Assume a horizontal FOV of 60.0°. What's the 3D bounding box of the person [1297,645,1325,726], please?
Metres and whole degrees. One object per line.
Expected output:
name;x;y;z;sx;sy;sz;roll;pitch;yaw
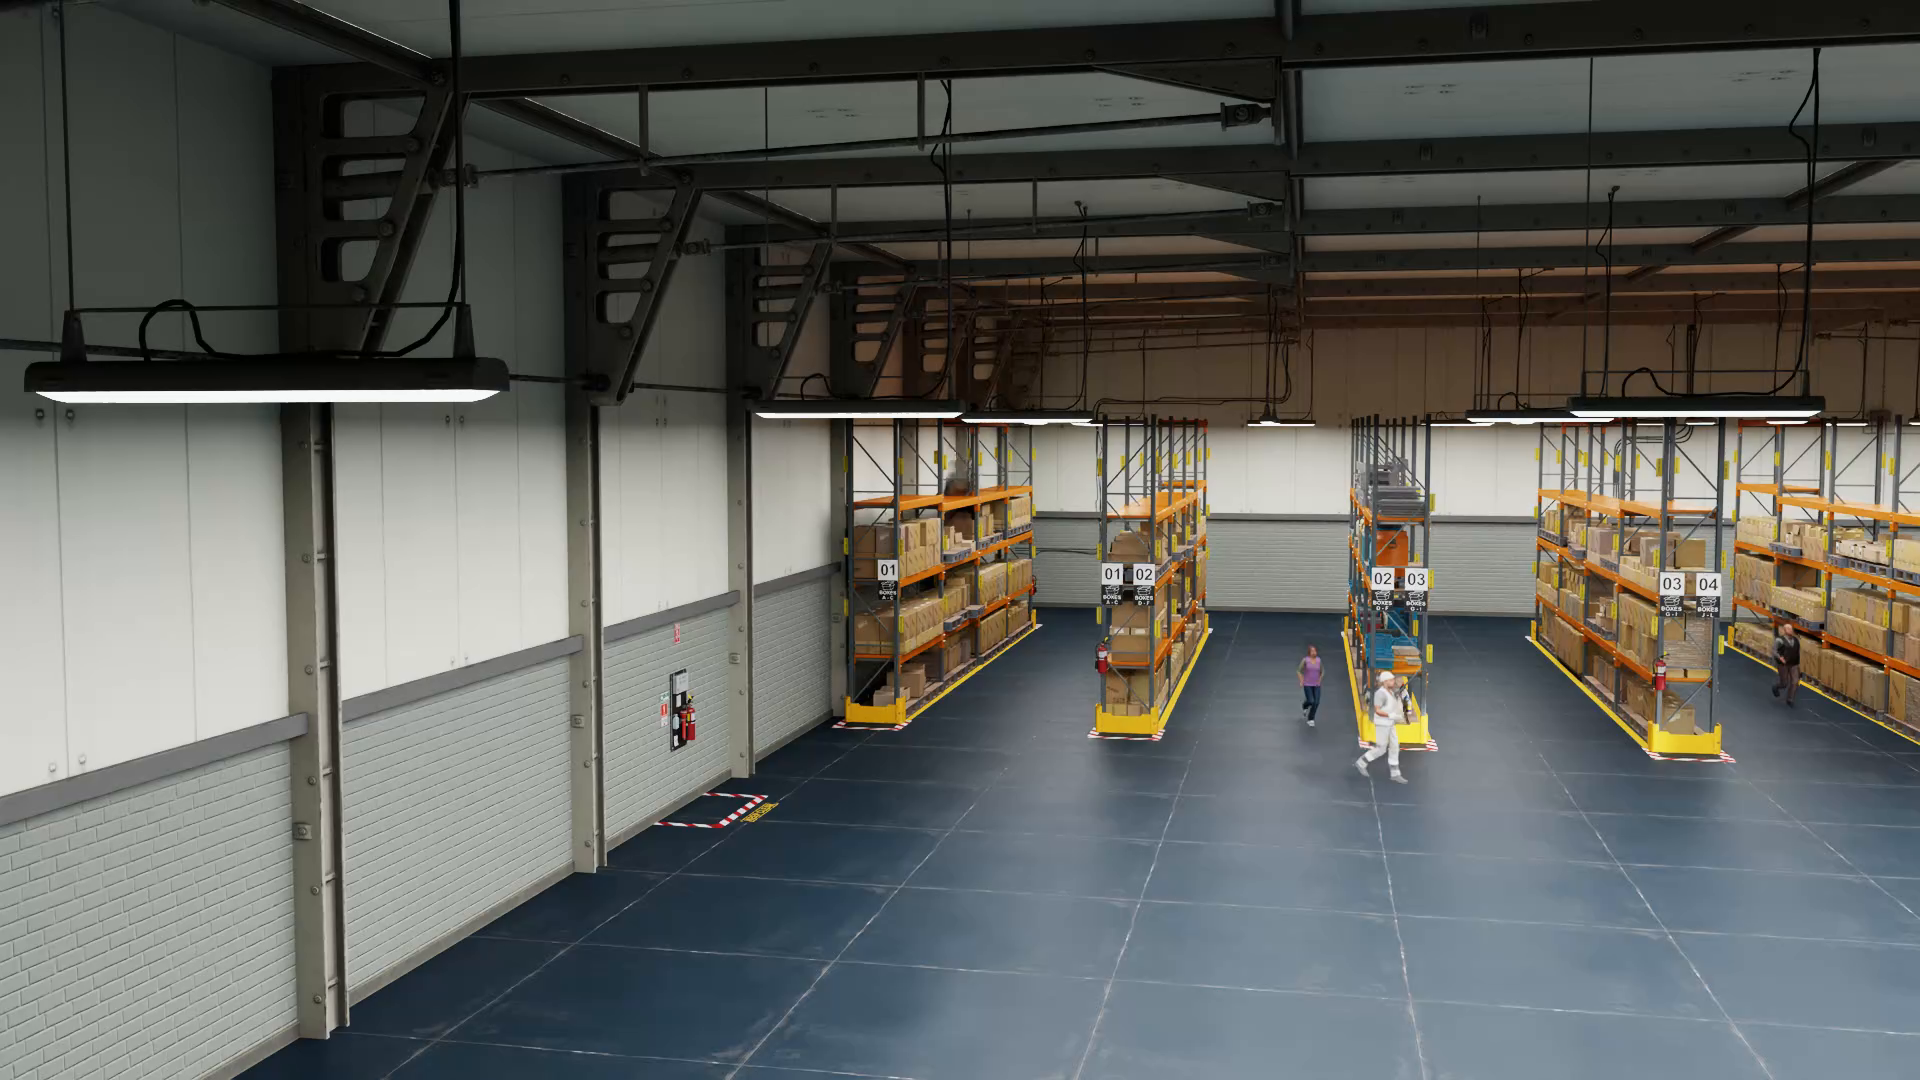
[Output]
person;6.800;2.815;32.114;0.529;1.551;0.541;0;4;-2

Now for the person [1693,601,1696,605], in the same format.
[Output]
person;19.152;1.969;44.162;1.005;1.570;0.772;-3;5;-41

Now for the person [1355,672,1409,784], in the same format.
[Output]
person;6.873;3.026;27.007;0.872;1.801;0.685;3;5;35

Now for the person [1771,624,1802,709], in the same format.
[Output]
person;17.146;2.594;34.468;0.661;1.708;0.792;0;4;1
